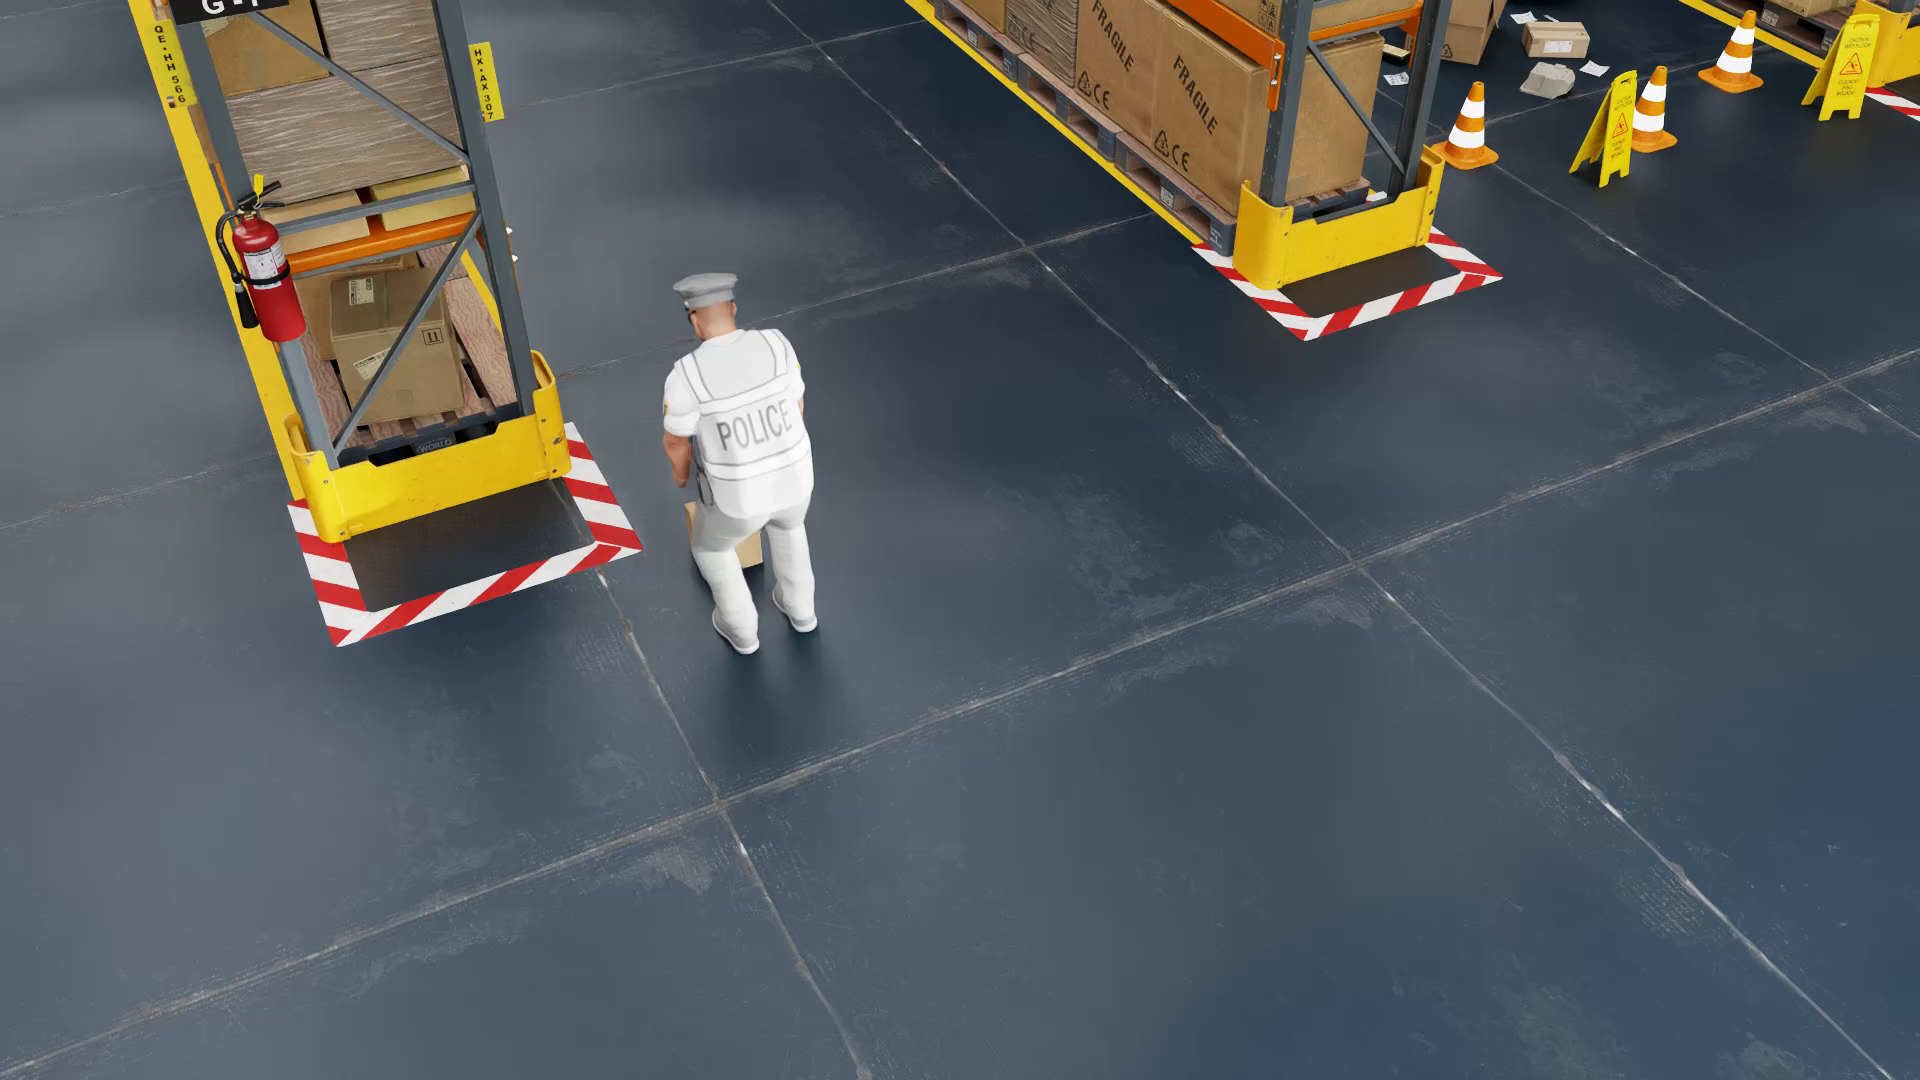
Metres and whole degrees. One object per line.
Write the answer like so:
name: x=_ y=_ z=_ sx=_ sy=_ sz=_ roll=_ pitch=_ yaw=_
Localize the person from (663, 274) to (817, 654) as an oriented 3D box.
person: x=-0.860 y=-0.261 z=6.545 sx=0.571 sy=1.646 sz=0.585 roll=-18 pitch=44 yaw=-19
